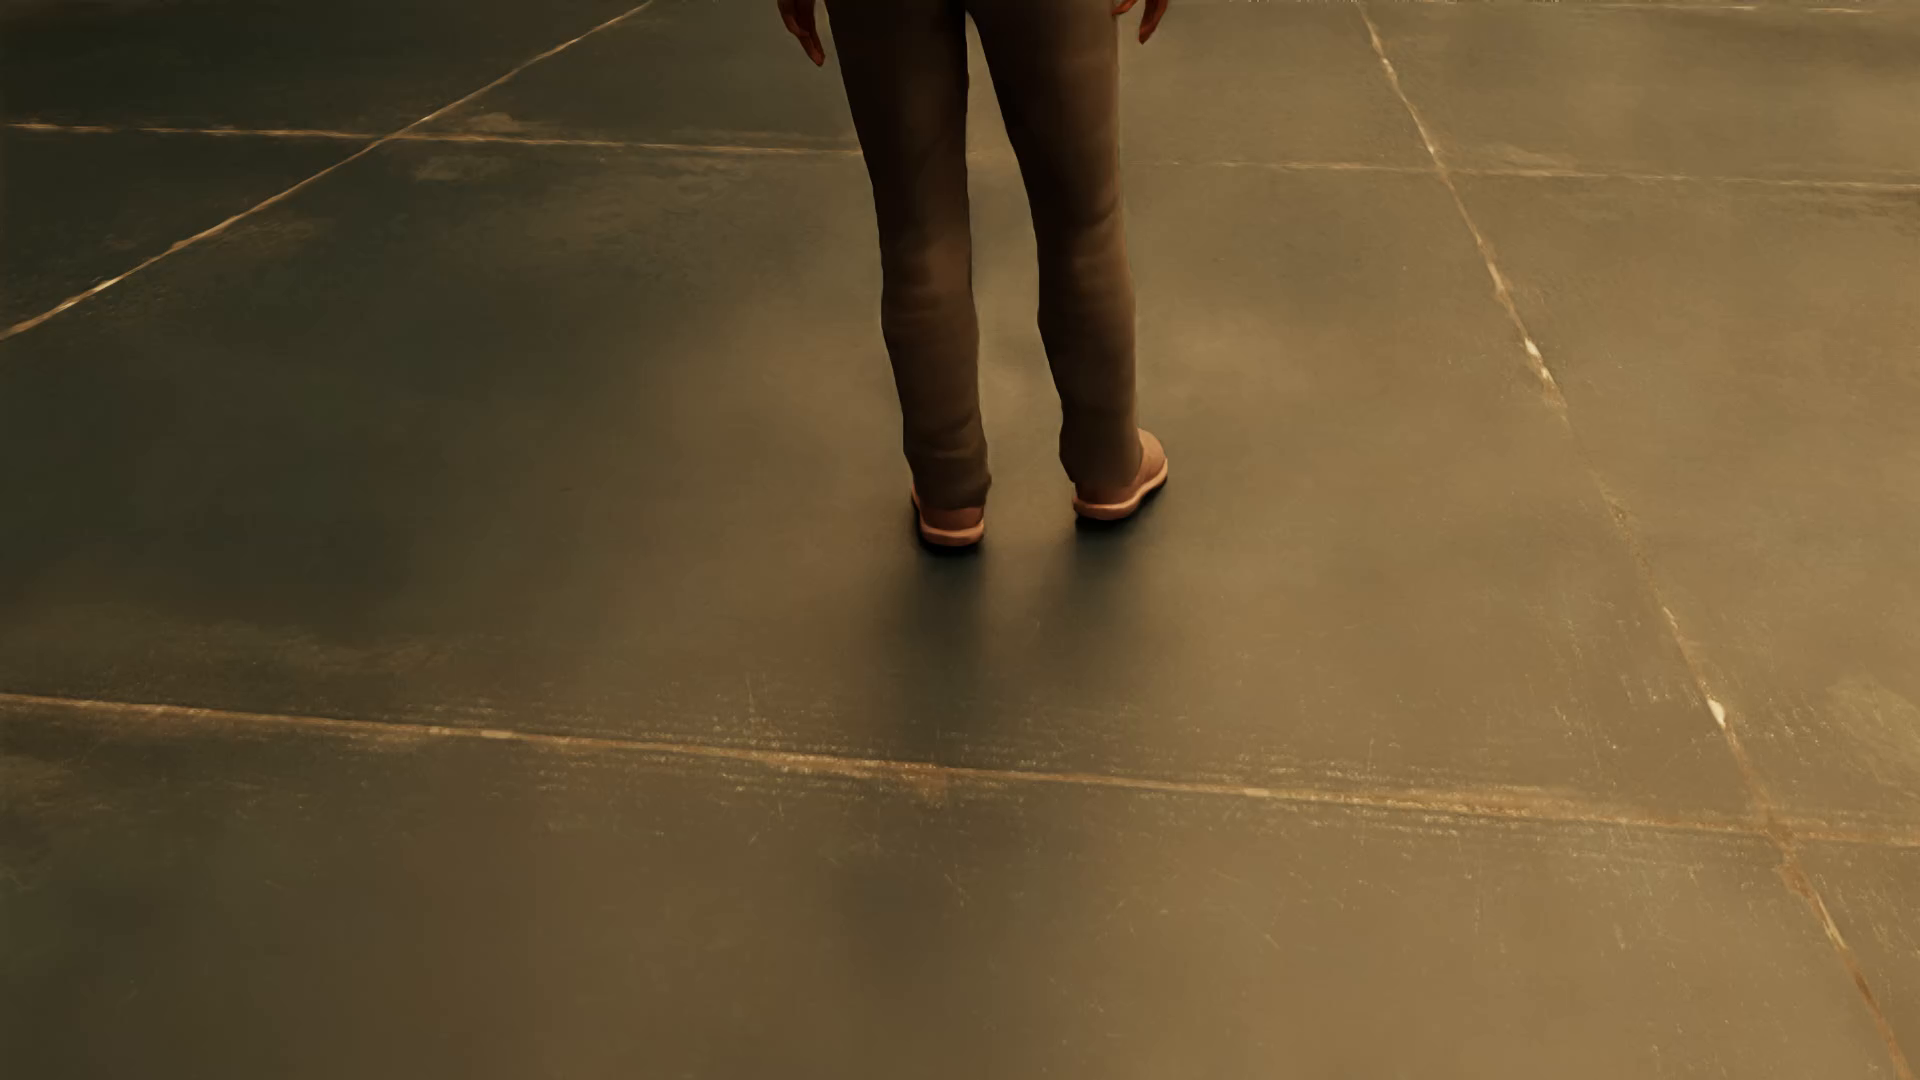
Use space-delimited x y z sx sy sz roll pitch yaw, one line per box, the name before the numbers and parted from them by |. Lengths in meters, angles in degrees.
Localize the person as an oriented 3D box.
person | 0.031 -0.784 2.203 0.570 1.654 0.503 3 27 7
